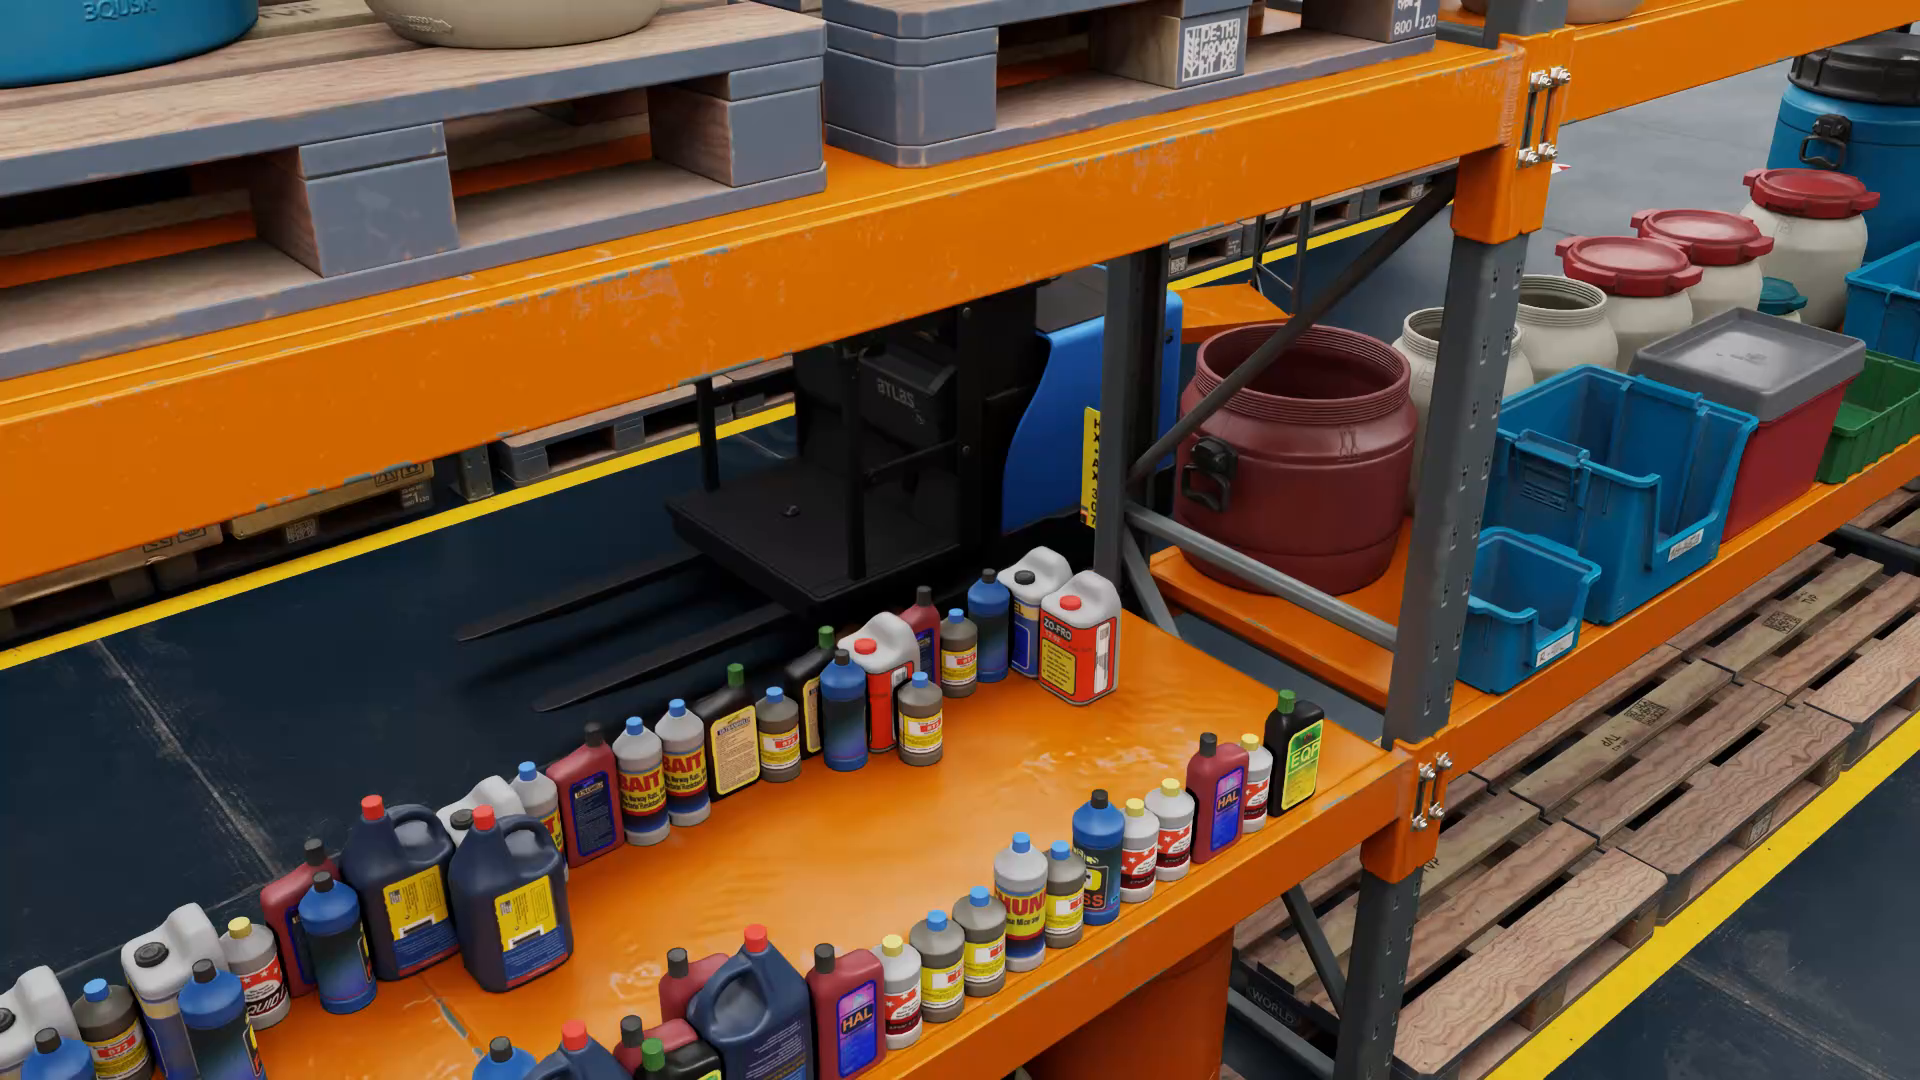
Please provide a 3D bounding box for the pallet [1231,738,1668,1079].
[{"bbox_3d":[1.325,1.099,4.969,1.213,0.211,1.003,-22,35,-35],"label":"pallet"}]

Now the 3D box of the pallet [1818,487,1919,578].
[{"bbox_3d":[4.291,-0.092,7.198,1.213,0.211,1.003,-22,35,-35],"label":"pallet"}]

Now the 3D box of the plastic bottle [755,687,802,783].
[{"bbox_3d":[-0.388,0.404,3.522,0.097,0.201,0.097,0,28,0],"label":"plastic bottle"}]

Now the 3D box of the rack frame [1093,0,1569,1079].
[{"bbox_3d":[0.710,0.092,3.895,0.127,3.000,1.000,-22,35,-35],"label":"rack frame"}]

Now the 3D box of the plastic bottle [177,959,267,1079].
[{"bbox_3d":[-1.207,0.797,2.712,0.097,0.271,0.097,0,28,0],"label":"plastic bottle"}]

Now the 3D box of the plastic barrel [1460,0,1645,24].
[{"bbox_3d":[1.146,-1.265,3.134,0.421,0.512,0.421,0,28,0],"label":"plastic barrel"}]

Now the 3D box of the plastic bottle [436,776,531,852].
[{"bbox_3d":[-0.884,0.588,3.099,0.135,0.276,0.152,-22,35,-35],"label":"plastic bottle"}]

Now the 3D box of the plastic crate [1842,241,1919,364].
[{"bbox_3d":[3.116,-0.675,5.348,0.575,0.384,0.392,-22,35,-35],"label":"plastic crate"}]

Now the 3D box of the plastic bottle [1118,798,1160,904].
[{"bbox_3d":[0.330,0.586,3.182,0.097,0.201,0.097,0,28,0],"label":"plastic bottle"}]

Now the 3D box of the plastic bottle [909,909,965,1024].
[{"bbox_3d":[-0.040,0.735,2.904,0.097,0.201,0.097,0,28,0],"label":"plastic bottle"}]

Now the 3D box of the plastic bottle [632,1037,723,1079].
[{"bbox_3d":[-0.432,0.867,2.568,0.133,0.283,0.061,-22,35,-35],"label":"plastic bottle"}]

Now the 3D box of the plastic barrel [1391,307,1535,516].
[{"bbox_3d":[1.354,-0.348,4.601,0.421,0.512,0.421,0,28,0],"label":"plastic barrel"}]

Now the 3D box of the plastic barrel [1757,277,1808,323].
[{"bbox_3d":[2.647,-0.721,5.562,0.301,0.262,0.301,0,28,0],"label":"plastic barrel"}]

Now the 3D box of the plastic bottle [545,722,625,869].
[{"bbox_3d":[-0.737,0.497,3.261,0.133,0.283,0.061,-22,35,-35],"label":"plastic bottle"}]

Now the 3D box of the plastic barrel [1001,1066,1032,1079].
[{"bbox_3d":[-0.022,1.365,3.708,0.421,0.512,0.421,0,28,0],"label":"plastic barrel"}]

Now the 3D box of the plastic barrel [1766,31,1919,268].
[{"bbox_3d":[3.263,-1.343,6.049,0.708,0.901,0.600,-22,35,-35],"label":"plastic barrel"}]

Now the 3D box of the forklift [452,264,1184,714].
[{"bbox_3d":[-0.504,-1.090,6.179,3.031,2.935,1.130,-22,35,-35],"label":"forklift"}]

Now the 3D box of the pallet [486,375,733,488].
[{"bbox_3d":[-1.909,-0.692,8.322,1.213,0.211,1.003,-22,35,-35],"label":"pallet"}]

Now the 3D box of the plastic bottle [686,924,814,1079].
[{"bbox_3d":[-0.338,0.774,2.671,0.185,0.351,0.144,-22,35,-35],"label":"plastic bottle"}]

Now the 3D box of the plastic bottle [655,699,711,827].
[{"bbox_3d":[-0.564,0.444,3.373,0.097,0.271,0.097,0,28,0],"label":"plastic bottle"}]

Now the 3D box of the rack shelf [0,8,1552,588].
[{"bbox_3d":[-0.811,-0.302,2.213,4.000,0.370,1.077,-22,35,-35],"label":"rack shelf"}]

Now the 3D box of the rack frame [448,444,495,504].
[{"bbox_3d":[-2.504,-1.684,7.218,0.127,3.000,1.000,-22,35,-35],"label":"rack frame"}]

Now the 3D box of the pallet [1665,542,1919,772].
[{"bbox_3d":[3.181,0.353,6.366,1.213,0.211,1.003,-22,35,-35],"label":"pallet"}]

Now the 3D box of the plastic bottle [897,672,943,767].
[{"bbox_3d":[-0.085,0.377,3.573,0.097,0.201,0.097,0,28,0],"label":"plastic bottle"}]

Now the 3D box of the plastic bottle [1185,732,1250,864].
[{"bbox_3d":[0.504,0.491,3.272,0.133,0.283,0.061,-22,35,-35],"label":"plastic bottle"}]

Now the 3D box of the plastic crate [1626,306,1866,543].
[{"bbox_3d":[2.138,-0.321,4.599,0.583,0.464,0.402,-22,35,-35],"label":"plastic crate"}]

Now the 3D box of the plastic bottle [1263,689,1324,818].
[{"bbox_3d":[0.680,0.420,3.405,0.133,0.283,0.061,-22,35,-35],"label":"plastic bottle"}]

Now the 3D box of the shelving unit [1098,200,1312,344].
[{"bbox_3d":[1.024,-1.191,7.887,1.083,1.500,0.587,-7,29,-13],"label":"shelving unit"}]

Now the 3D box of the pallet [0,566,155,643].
[{"bbox_3d":[-4.081,0.132,6.780,1.213,0.211,1.003,-22,35,-35],"label":"pallet"}]

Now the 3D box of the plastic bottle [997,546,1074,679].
[{"bbox_3d":[0.171,0.163,3.893,0.135,0.276,0.152,-22,35,-35],"label":"plastic bottle"}]

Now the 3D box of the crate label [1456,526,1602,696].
[{"bbox_3d":[1.274,0.172,3.924,0.416,0.233,0.303,-22,35,-35],"label":"crate label"}]

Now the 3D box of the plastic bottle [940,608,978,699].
[{"bbox_3d":[-0.009,0.252,3.807,0.097,0.201,0.097,0,28,0],"label":"plastic bottle"}]

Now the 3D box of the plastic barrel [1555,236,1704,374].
[{"bbox_3d":[1.996,-0.620,5.084,0.433,0.535,0.433,0,28,0],"label":"plastic barrel"}]

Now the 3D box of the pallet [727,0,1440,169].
[{"bbox_3d":[0.065,-0.948,2.860,1.213,0.211,1.003,-22,35,-35],"label":"pallet"}]

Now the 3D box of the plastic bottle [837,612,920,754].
[{"bbox_3d":[-0.180,0.305,3.628,0.135,0.276,0.152,-22,35,-35],"label":"plastic bottle"}]

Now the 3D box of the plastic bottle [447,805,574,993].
[{"bbox_3d":[-0.807,0.616,2.968,0.185,0.351,0.144,-22,35,-35],"label":"plastic bottle"}]

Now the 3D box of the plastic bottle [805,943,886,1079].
[{"bbox_3d":[-0.190,0.770,2.750,0.133,0.283,0.061,-22,35,-35],"label":"plastic bottle"}]

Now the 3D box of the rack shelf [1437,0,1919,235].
[{"bbox_3d":[2.232,-1.525,4.502,4.000,0.370,1.077,-22,35,-35],"label":"rack shelf"}]

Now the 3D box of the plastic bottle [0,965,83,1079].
[{"bbox_3d":[-1.479,0.827,2.652,0.135,0.276,0.152,-22,35,-35],"label":"plastic bottle"}]

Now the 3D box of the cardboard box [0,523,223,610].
[{"bbox_3d":[-3.726,-0.458,6.734,0.875,0.875,1.225,-22,35,-35],"label":"cardboard box"}]

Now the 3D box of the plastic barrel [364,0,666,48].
[{"bbox_3d":[-0.540,-0.879,1.941,0.433,0.535,0.433,0,28,0],"label":"plastic barrel"}]

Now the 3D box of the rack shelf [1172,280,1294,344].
[{"bbox_3d":[1.033,-1.033,7.974,1.000,0.185,0.538,-7,29,-13],"label":"rack shelf"}]

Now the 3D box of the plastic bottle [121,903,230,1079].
[{"bbox_3d":[-1.302,0.756,2.784,0.135,0.276,0.152,-22,35,-35],"label":"plastic bottle"}]

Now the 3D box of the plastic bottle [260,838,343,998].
[{"bbox_3d":[-1.156,0.666,2.946,0.133,0.283,0.061,-22,35,-35],"label":"plastic bottle"}]

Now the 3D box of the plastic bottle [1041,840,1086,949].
[{"bbox_3d":[0.182,0.645,3.071,0.097,0.201,0.097,0,28,0],"label":"plastic bottle"}]

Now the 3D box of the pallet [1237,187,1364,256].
[{"bbox_3d":[1.955,-2.271,11.275,1.213,0.211,1.003,-22,35,-35],"label":"pallet"}]

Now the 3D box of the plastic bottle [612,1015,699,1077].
[{"bbox_3d":[-0.471,0.846,2.609,0.133,0.283,0.061,-22,35,-35],"label":"plastic bottle"}]
